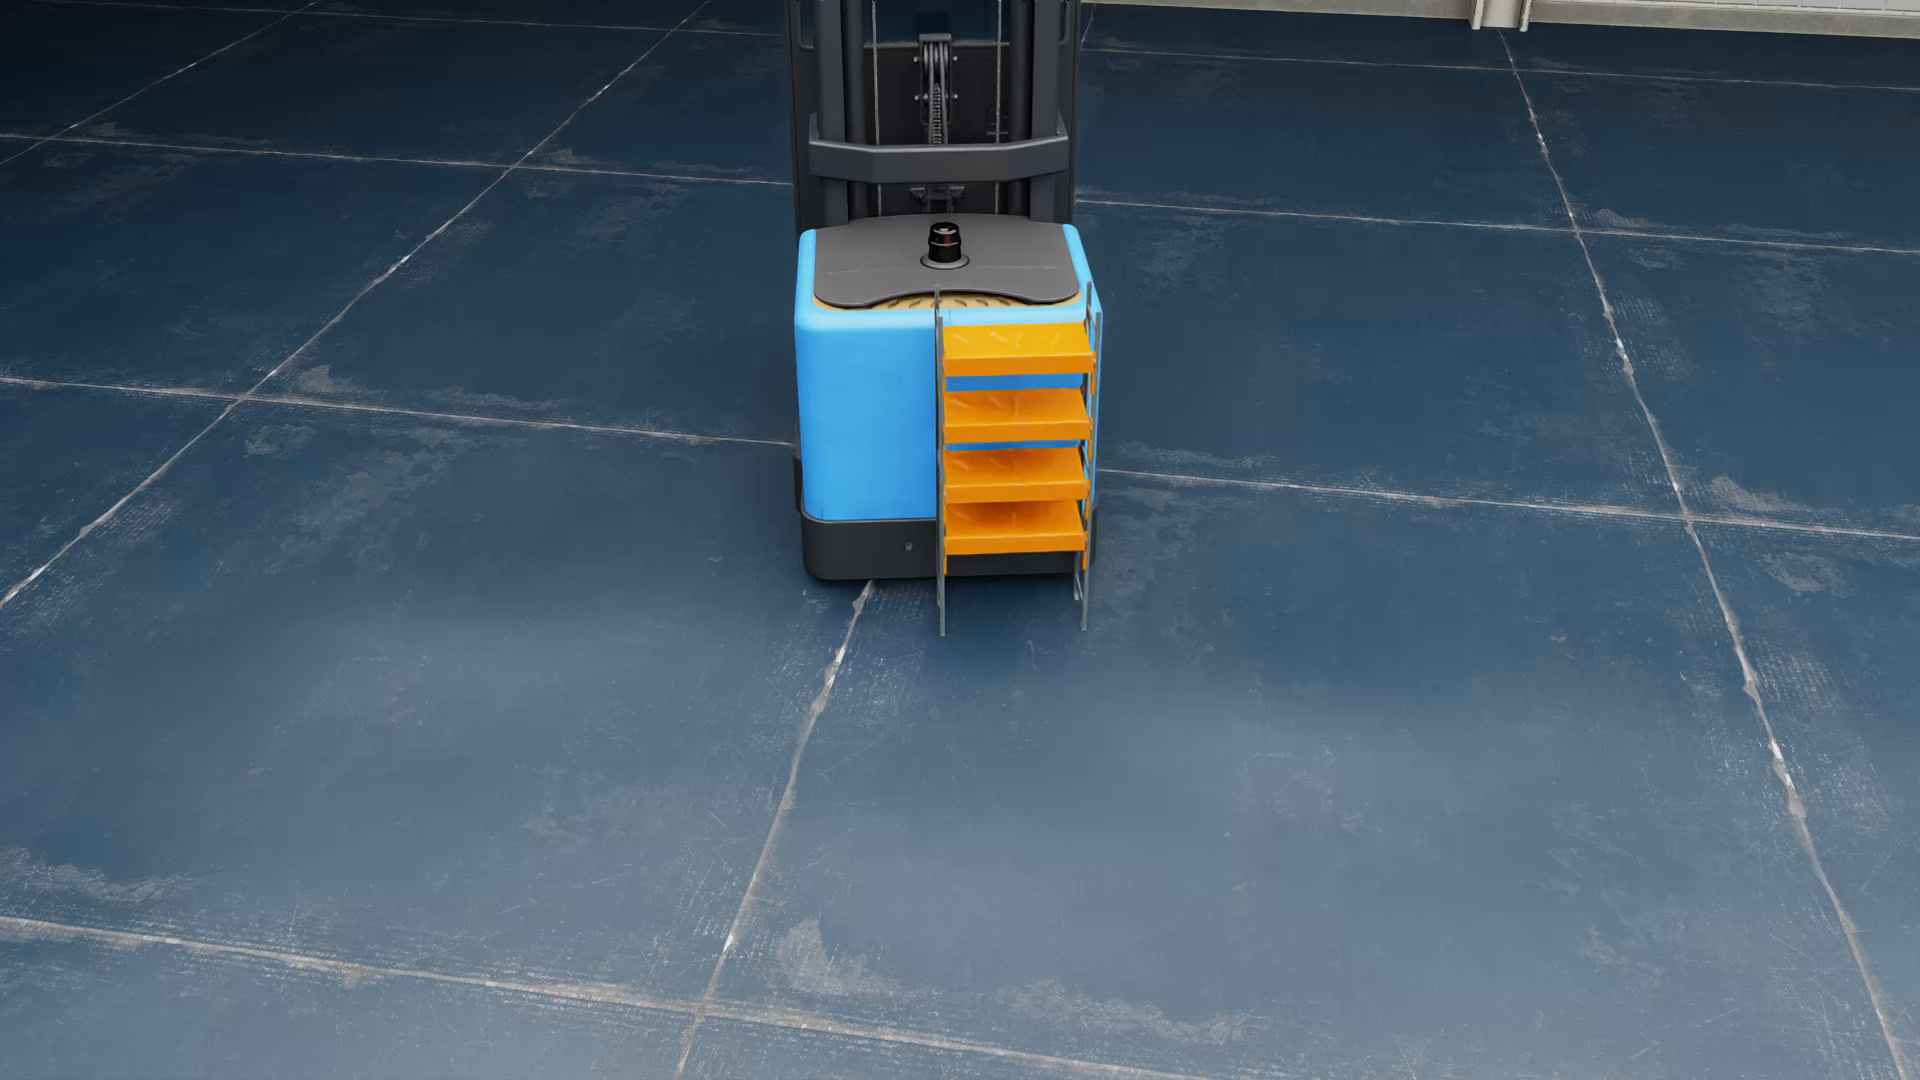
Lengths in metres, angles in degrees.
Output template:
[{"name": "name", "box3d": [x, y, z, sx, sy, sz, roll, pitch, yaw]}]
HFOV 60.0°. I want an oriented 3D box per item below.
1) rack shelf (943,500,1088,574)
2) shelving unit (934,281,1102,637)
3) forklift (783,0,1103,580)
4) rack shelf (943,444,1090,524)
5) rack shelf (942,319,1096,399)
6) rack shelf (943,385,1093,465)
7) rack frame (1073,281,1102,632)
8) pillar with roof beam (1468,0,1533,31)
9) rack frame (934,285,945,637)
[{"name": "rack shelf", "box3d": [0.177, -0.021, 5.653, 0.480, 0.148, 0.258, -2, 32, -3]}, {"name": "shelving unit", "box3d": [0.177, -0.246, 5.512, 0.503, 1.200, 0.258, -2, 32, -3]}, {"name": "forklift", "box3d": [-0.115, -1.853, 6.448, 1.130, 2.935, 3.031, -2, 32, -3]}, {"name": "rack shelf", "box3d": [0.177, -0.189, 5.548, 0.480, 0.148, 0.258, -2, 32, -3]}, {"name": "rack shelf", "box3d": [0.177, -0.579, 5.304, 0.480, 0.148, 0.258, -2, 32, -3]}, {"name": "rack shelf", "box3d": [0.177, -0.379, 5.429, 0.480, 0.148, 0.258, -2, 32, -3]}, {"name": "rack frame", "box3d": [0.420, -0.255, 5.526, 0.015, 1.200, 0.240, -2, 32, -3]}, {"name": "pillar with roof beam", "box3d": [3.277, -5.400, 6.396, 0.400, 9.000, 9.100, 5, 32, 8]}, {"name": "rack frame", "box3d": [-0.067, -0.238, 5.499, 0.015, 1.200, 0.240, -2, 32, -3]}]
